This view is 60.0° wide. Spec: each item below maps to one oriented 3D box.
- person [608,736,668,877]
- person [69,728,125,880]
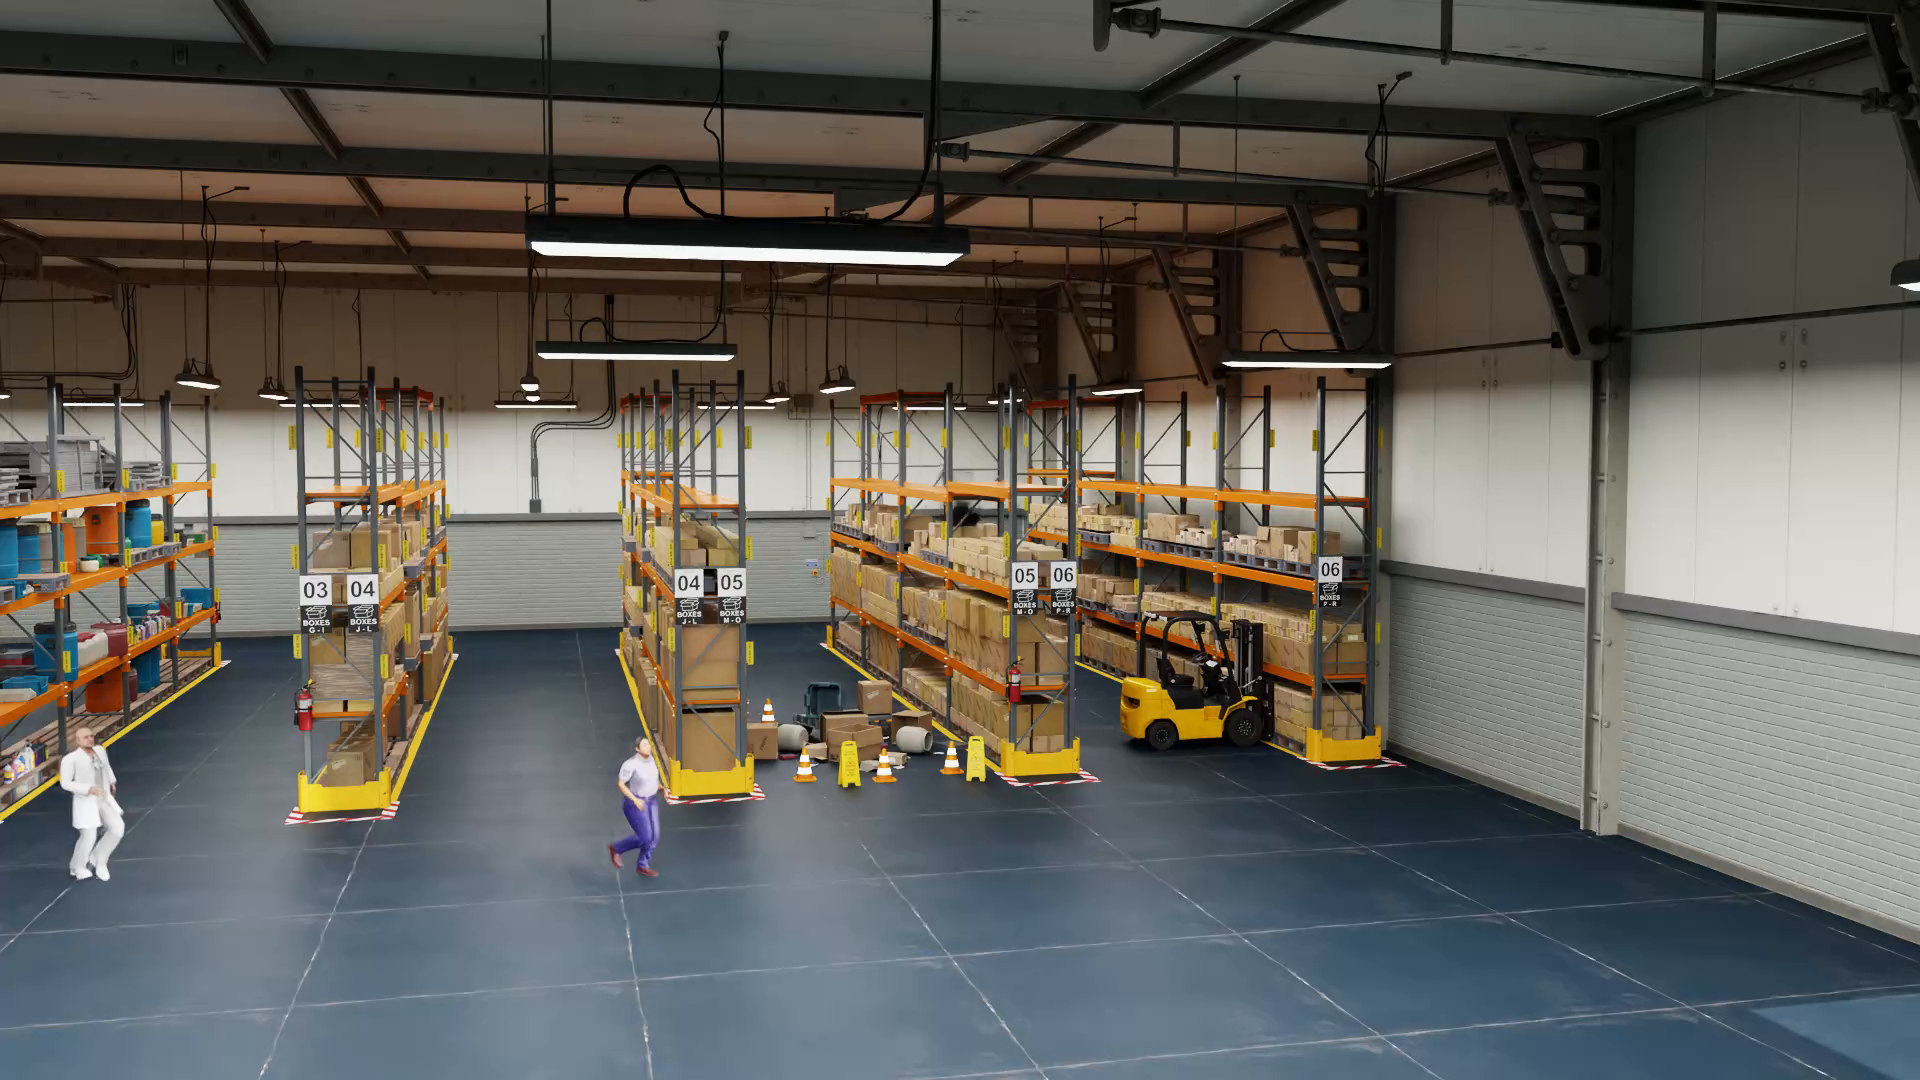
[{"bbox_3d":[-3.699,3.068,19.207,0.601,1.612,0.602,2,4,27],"label":"person"},{"bbox_3d":[-9.862,3.006,18.921,0.730,1.765,0.681,2,4,28],"label":"person"}]
